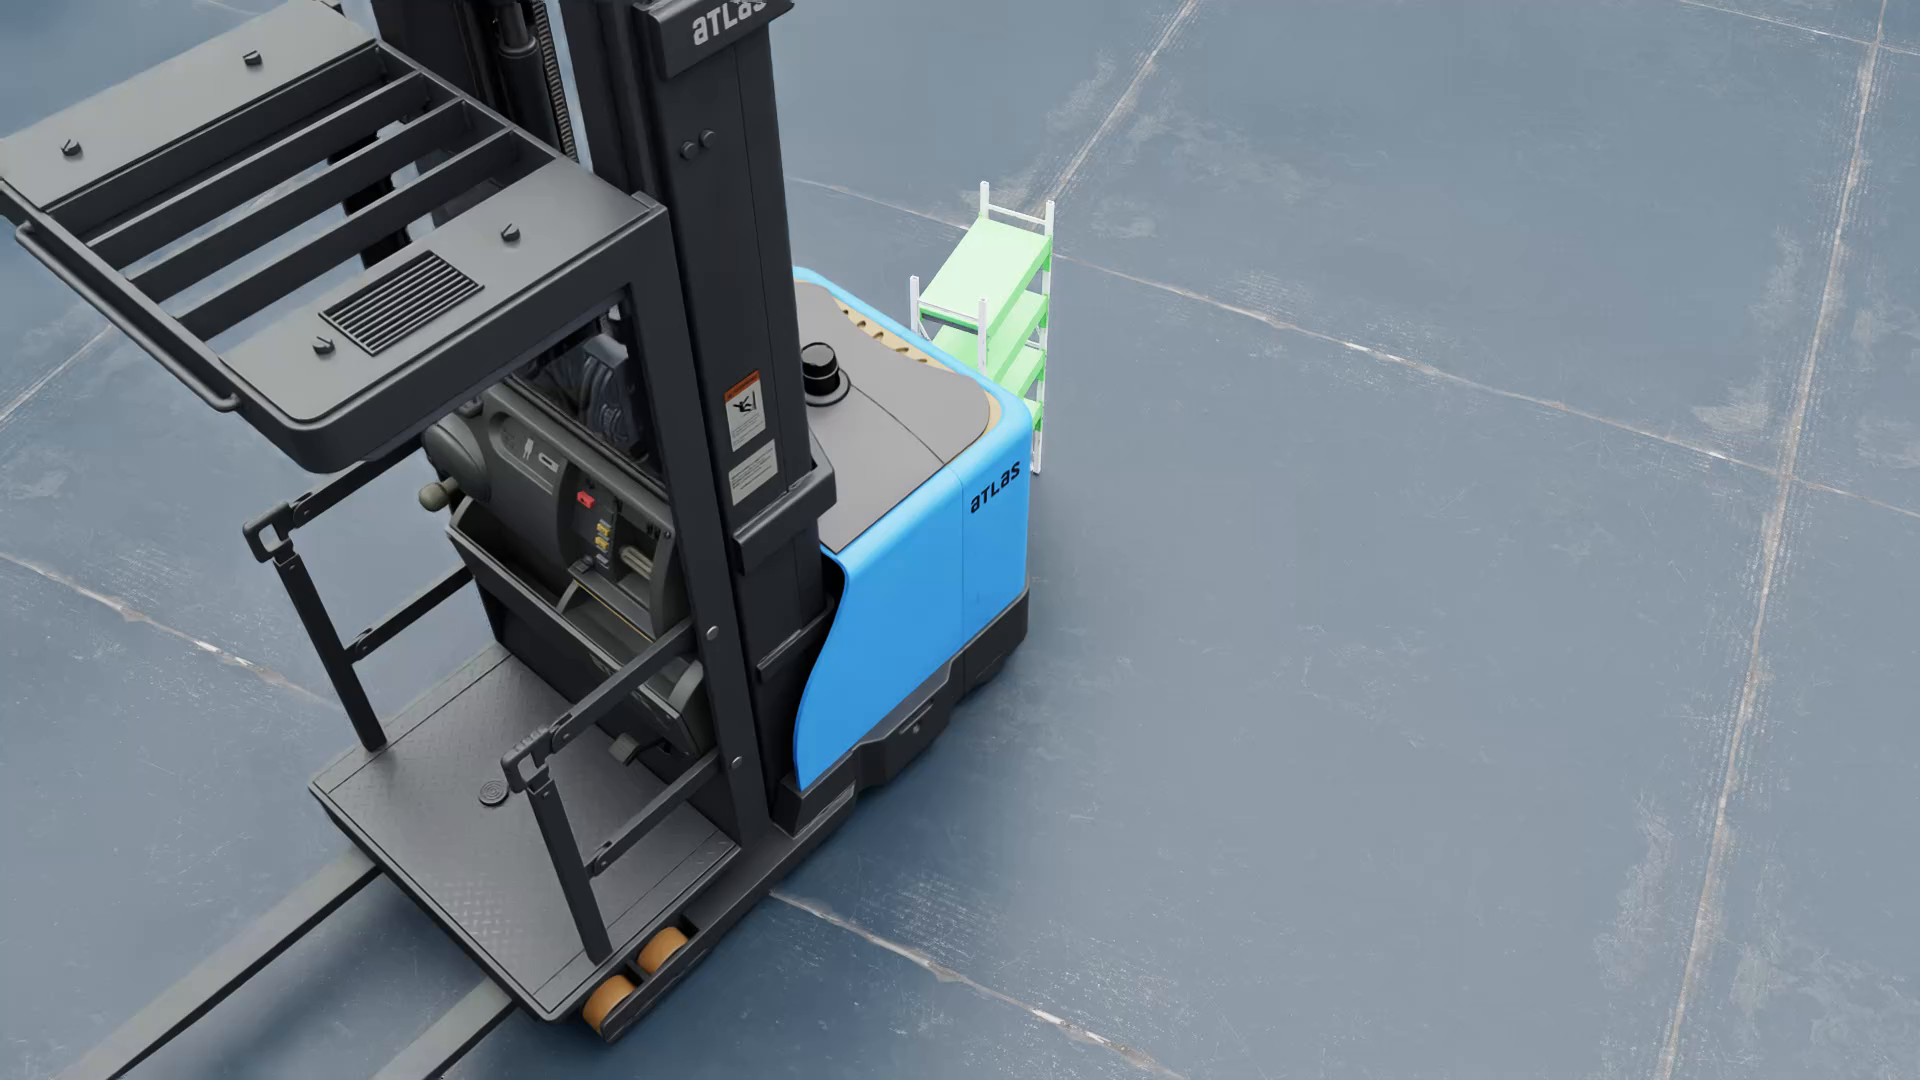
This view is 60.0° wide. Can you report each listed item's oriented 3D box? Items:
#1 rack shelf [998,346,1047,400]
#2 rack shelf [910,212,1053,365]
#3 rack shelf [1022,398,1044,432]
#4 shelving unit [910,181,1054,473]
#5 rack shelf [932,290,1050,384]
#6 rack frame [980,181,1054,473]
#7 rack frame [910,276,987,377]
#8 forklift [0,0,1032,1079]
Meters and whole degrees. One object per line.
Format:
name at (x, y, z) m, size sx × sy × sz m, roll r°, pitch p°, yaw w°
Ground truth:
rack shelf at (0.071, -0.461, 5.439) m, size 0.258 × 0.148 × 0.480 m, roll 20°, pitch 52°, yaw 16°
rack shelf at (0.071, -0.772, 5.073) m, size 0.258 × 0.148 × 0.480 m, roll 20°, pitch 52°, yaw 16°
rack shelf at (0.071, -0.306, 5.621) m, size 0.258 × 0.148 × 0.480 m, roll 20°, pitch 52°, yaw 16°
shelving unit at (0.071, -0.503, 5.390) m, size 0.258 × 1.200 × 0.503 m, roll 20°, pitch 52°, yaw 16°
rack shelf at (0.071, -0.617, 5.256) m, size 0.258 × 0.148 × 0.480 m, roll 20°, pitch 52°, yaw 16°
rack frame at (0.175, -0.671, 5.533) m, size 0.240 × 1.200 × 0.015 m, roll 20°, pitch 52°, yaw 16°
rack frame at (-0.034, -0.335, 5.247) m, size 0.240 × 1.200 × 0.015 m, roll 20°, pitch 52°, yaw 16°
forklift at (-1.135, -0.031, 3.852) m, size 1.130 × 2.935 × 3.031 m, roll 34°, pitch 58°, yaw 26°
